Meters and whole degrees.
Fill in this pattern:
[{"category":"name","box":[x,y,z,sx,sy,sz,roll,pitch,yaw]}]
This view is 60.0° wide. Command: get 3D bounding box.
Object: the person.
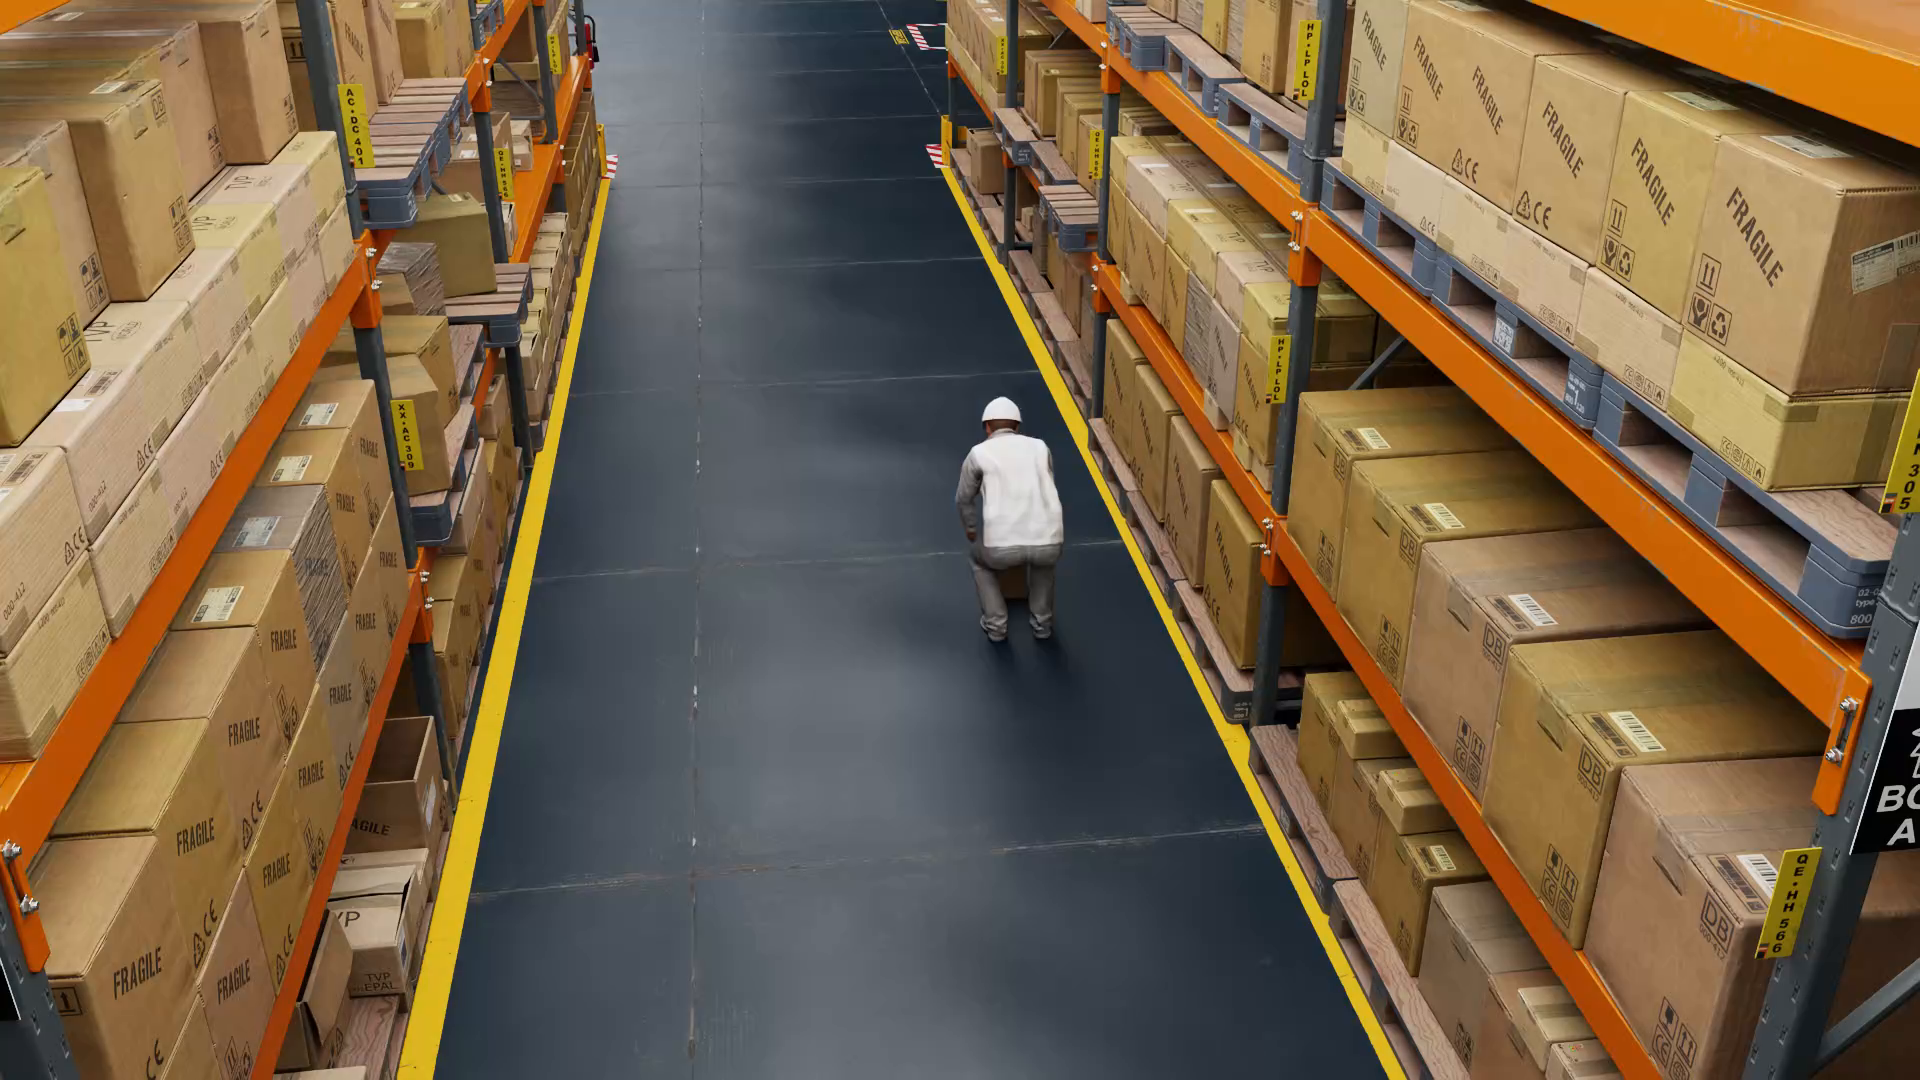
[{"category":"person","box":[0.276,-0.091,9.326,0.582,1.269,0.834,-3,27,-6]}]
